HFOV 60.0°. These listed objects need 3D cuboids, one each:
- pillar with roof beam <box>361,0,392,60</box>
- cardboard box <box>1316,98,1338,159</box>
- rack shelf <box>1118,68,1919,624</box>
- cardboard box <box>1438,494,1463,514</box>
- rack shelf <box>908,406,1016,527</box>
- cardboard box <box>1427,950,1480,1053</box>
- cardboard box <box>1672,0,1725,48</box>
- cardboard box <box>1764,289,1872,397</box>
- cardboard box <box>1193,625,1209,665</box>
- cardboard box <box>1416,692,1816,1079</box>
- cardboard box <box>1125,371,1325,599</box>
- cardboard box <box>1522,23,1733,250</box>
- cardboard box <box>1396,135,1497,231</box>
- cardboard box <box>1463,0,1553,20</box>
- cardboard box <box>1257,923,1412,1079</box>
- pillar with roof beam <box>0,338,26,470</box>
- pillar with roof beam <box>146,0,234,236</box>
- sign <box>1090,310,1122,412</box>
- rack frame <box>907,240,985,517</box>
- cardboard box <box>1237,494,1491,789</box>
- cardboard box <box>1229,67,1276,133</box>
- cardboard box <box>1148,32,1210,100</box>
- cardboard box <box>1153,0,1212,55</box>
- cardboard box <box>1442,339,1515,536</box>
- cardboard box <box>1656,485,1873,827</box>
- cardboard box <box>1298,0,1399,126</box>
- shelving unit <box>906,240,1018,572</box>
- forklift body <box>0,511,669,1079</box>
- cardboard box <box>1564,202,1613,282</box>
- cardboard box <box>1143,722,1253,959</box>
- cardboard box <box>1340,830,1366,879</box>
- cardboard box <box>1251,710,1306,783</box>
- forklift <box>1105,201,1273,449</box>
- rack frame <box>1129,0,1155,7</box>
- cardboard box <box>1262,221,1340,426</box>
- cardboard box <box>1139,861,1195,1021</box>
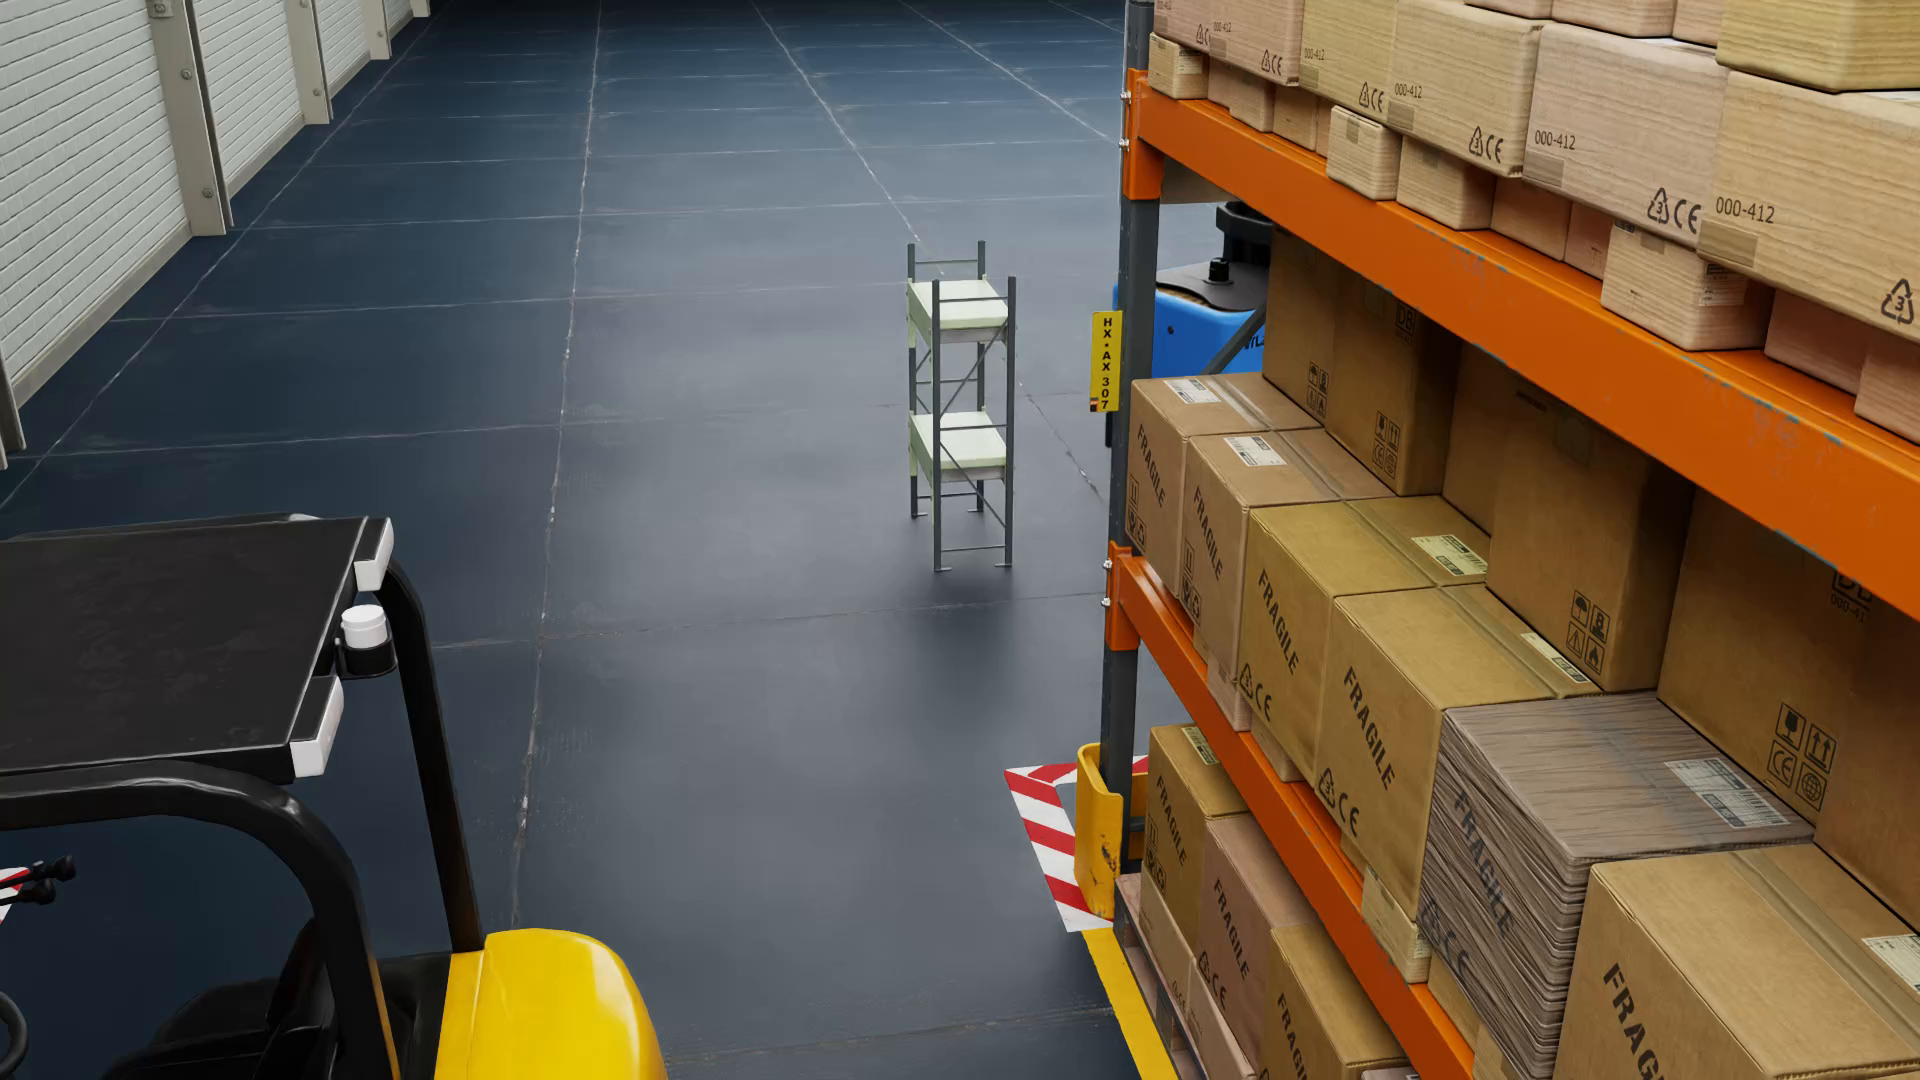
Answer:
[{"bbox_3d":[-4.850,-11.998,24.979,9.100,9.000,0.400,-4,24,-10],"label":"pillar with roof beam"},{"bbox_3d":[1.009,-0.902,3.633,0.380,0.149,0.250,-5,24,-11],"label":"cardboard box"},{"bbox_3d":[1.362,-0.458,3.202,1.077,0.370,4.000,-4,24,-10],"label":"rack shelf"},{"bbox_3d":[1.451,0.008,4.487,0.500,0.500,0.500,-4,24,-10],"label":"cardboard box"},{"bbox_3d":[-0.001,-0.391,8.586,0.431,0.370,0.720,-4,24,-10],"label":"rack shelf"},{"bbox_3d":[1.164,0.883,3.295,0.380,0.149,0.250,-5,24,-11],"label":"cardboard box"},{"bbox_3d":[1.251,-0.769,2.332,0.380,0.149,0.250,-5,24,-11],"label":"cardboard box"},{"bbox_3d":[1.342,-0.295,2.245,0.380,0.149,0.250,-5,24,-12],"label":"cardboard box"},{"bbox_3d":[0.881,0.273,4.692,0.380,0.149,0.250,-5,24,-11],"label":"cardboard box"},{"bbox_3d":[1.203,0.629,3.065,0.500,0.500,0.500,-4,24,-8],"label":"cardboard box"},{"bbox_3d":[0.807,-0.175,4.907,0.500,0.500,0.500,-5,24,-11],"label":"cardboard box"},{"bbox_3d":[1.211,-0.623,2.496,0.500,0.250,0.500,-5,24,-11],"label":"cardboard box"},{"bbox_3d":[1.066,-0.696,3.163,0.380,0.149,0.250,-5,24,-11],"label":"cardboard box"},{"bbox_3d":[1.078,-0.963,2.776,0.380,0.149,0.250,-4,24,-9],"label":"cardboard box"},{"bbox_3d":[1.060,1.274,4.058,0.500,0.500,0.500,-4,24,-9],"label":"cardboard box"},{"bbox_3d":[-1.521,-4.918,8.768,9.100,9.000,0.400,-4,24,-10],"label":"pillar with roof beam"},{"bbox_3d":[-2.631,-7.278,14.172,9.100,9.000,0.400,-4,24,-10],"label":"pillar with roof beam"},{"bbox_3d":[0.459,-0.556,5.195,0.100,0.325,0.005,-4,24,-10],"label":"sign"},{"bbox_3d":[-0.069,-0.834,8.785,0.400,1.500,0.023,-4,24,-10],"label":"rack frame"},{"bbox_3d":[1.001,0.229,3.982,0.500,0.500,0.500,-5,24,-11],"label":"cardboard box"},{"bbox_3d":[0.886,-1.101,4.090,0.380,0.149,0.250,-4,24,-8],"label":"cardboard box"},{"bbox_3d":[0.734,-1.305,4.556,0.380,0.149,0.250,-4,24,-10],"label":"cardboard box"},{"bbox_3d":[0.823,-1.425,4.332,0.500,0.250,0.500,-5,24,-11],"label":"cardboard box"},{"bbox_3d":[1.583,-0.263,3.858,0.700,0.500,0.500,-5,24,-10],"label":"cardboard box"},{"bbox_3d":[1.724,0.142,2.931,0.700,0.500,0.500,-5,24,-11],"label":"cardboard box"},{"bbox_3d":[1.027,-1.024,3.416,0.500,0.250,0.500,-4,24,-8],"label":"cardboard box"},{"bbox_3d":[-0.001,-0.690,8.456,0.431,1.500,0.755,-4,24,-10],"label":"shelving unit"},{"bbox_3d":[-1.742,1.169,3.387,2.313,2.155,1.214,-4,24,-10],"label":"forklift body"},{"bbox_3d":[1.232,-0.502,2.717,0.380,0.149,0.250,-4,24,-9],"label":"cardboard box"},{"bbox_3d":[0.874,0.871,4.981,0.500,0.500,0.500,-5,24,-12],"label":"cardboard box"},{"bbox_3d":[1.091,0.681,3.758,0.380,0.149,0.250,-5,24,-11],"label":"cardboard box"},{"bbox_3d":[0.964,0.475,4.228,0.380,0.149,0.250,-4,24,-8],"label":"cardboard box"},{"bbox_3d":[2.362,-2.026,9.727,3.031,2.935,1.130,-15,28,-31],"label":"forklift"},{"bbox_3d":[0.992,-2.949,4.259,1.000,3.000,0.127,-4,24,-10],"label":"rack frame"},{"bbox_3d":[1.301,-0.655,4.757,0.700,0.500,0.500,-5,24,-11],"label":"cardboard box"},{"bbox_3d":[0.869,1.205,5.153,0.500,0.250,0.500,-5,24,-10],"label":"cardboard box"}]
